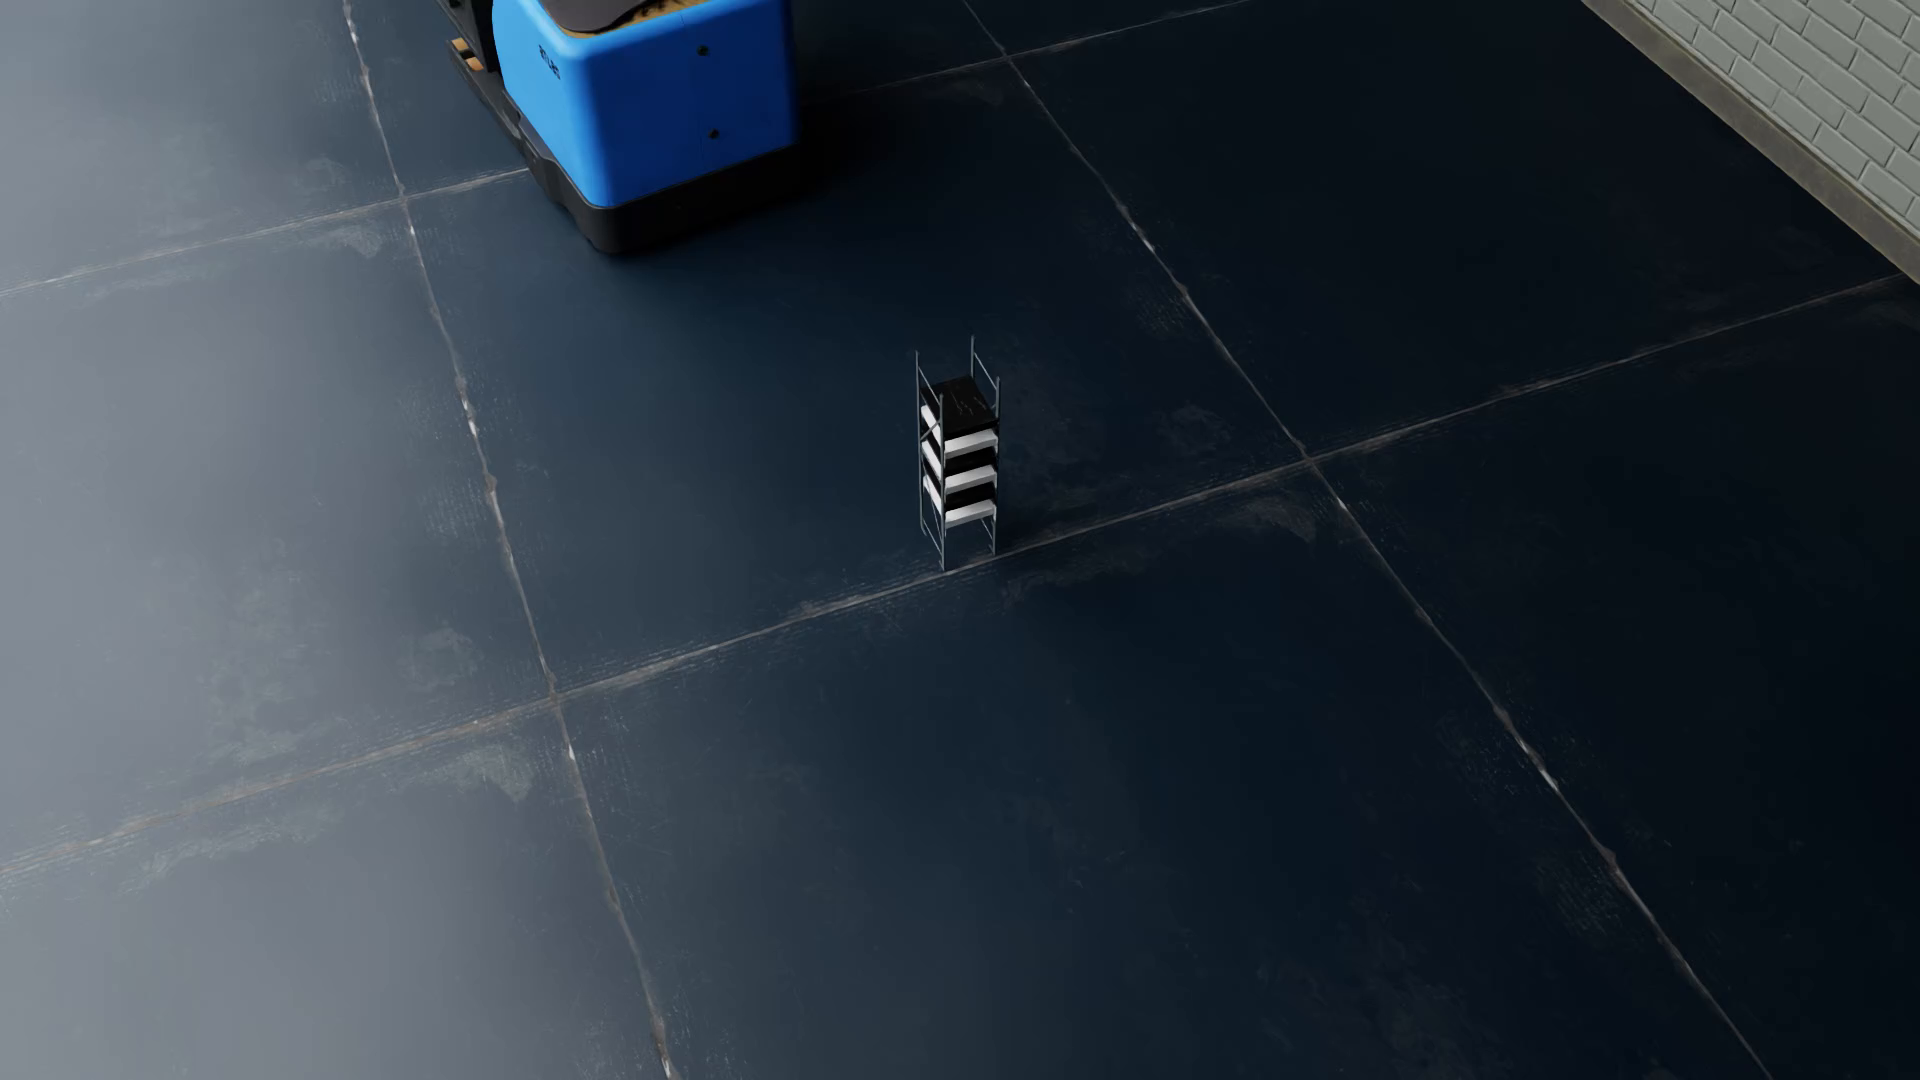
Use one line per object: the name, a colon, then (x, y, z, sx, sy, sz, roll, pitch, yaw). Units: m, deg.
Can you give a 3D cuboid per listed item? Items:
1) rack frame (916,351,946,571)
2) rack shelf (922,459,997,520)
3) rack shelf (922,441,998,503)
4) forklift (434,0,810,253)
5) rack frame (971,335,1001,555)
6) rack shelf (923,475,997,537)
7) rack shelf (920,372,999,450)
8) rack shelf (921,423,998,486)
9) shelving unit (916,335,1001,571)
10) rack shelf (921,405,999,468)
rack frame: (-0.102, -0.262, 5.882, 0.006, 0.900, 0.240, -17, 52, -14)
rack shelf: (-0.008, -0.211, 6.000, 0.200, 0.077, 0.258, -17, 52, -14)
rack shelf: (-0.008, -0.269, 5.932, 0.200, 0.077, 0.258, -17, 52, -14)
forklift: (-1.877, -3.313, 7.163, 1.130, 2.935, 3.031, -25, 54, -20)
rack frame: (0.087, -0.320, 5.932, 0.006, 0.900, 0.240, -17, 52, -14)
rack shelf: (-0.008, -0.152, 6.068, 0.200, 0.077, 0.258, -17, 52, -14)
rack shelf: (-0.008, -0.445, 5.727, 0.200, 0.077, 0.258, -17, 52, -14)
rack shelf: (-0.008, -0.328, 5.864, 0.200, 0.077, 0.258, -17, 52, -14)
shelving unit: (-0.008, -0.291, 5.907, 0.210, 0.900, 0.258, -17, 52, -14)
rack shelf: (-0.008, -0.386, 5.795, 0.200, 0.077, 0.258, -17, 52, -14)
